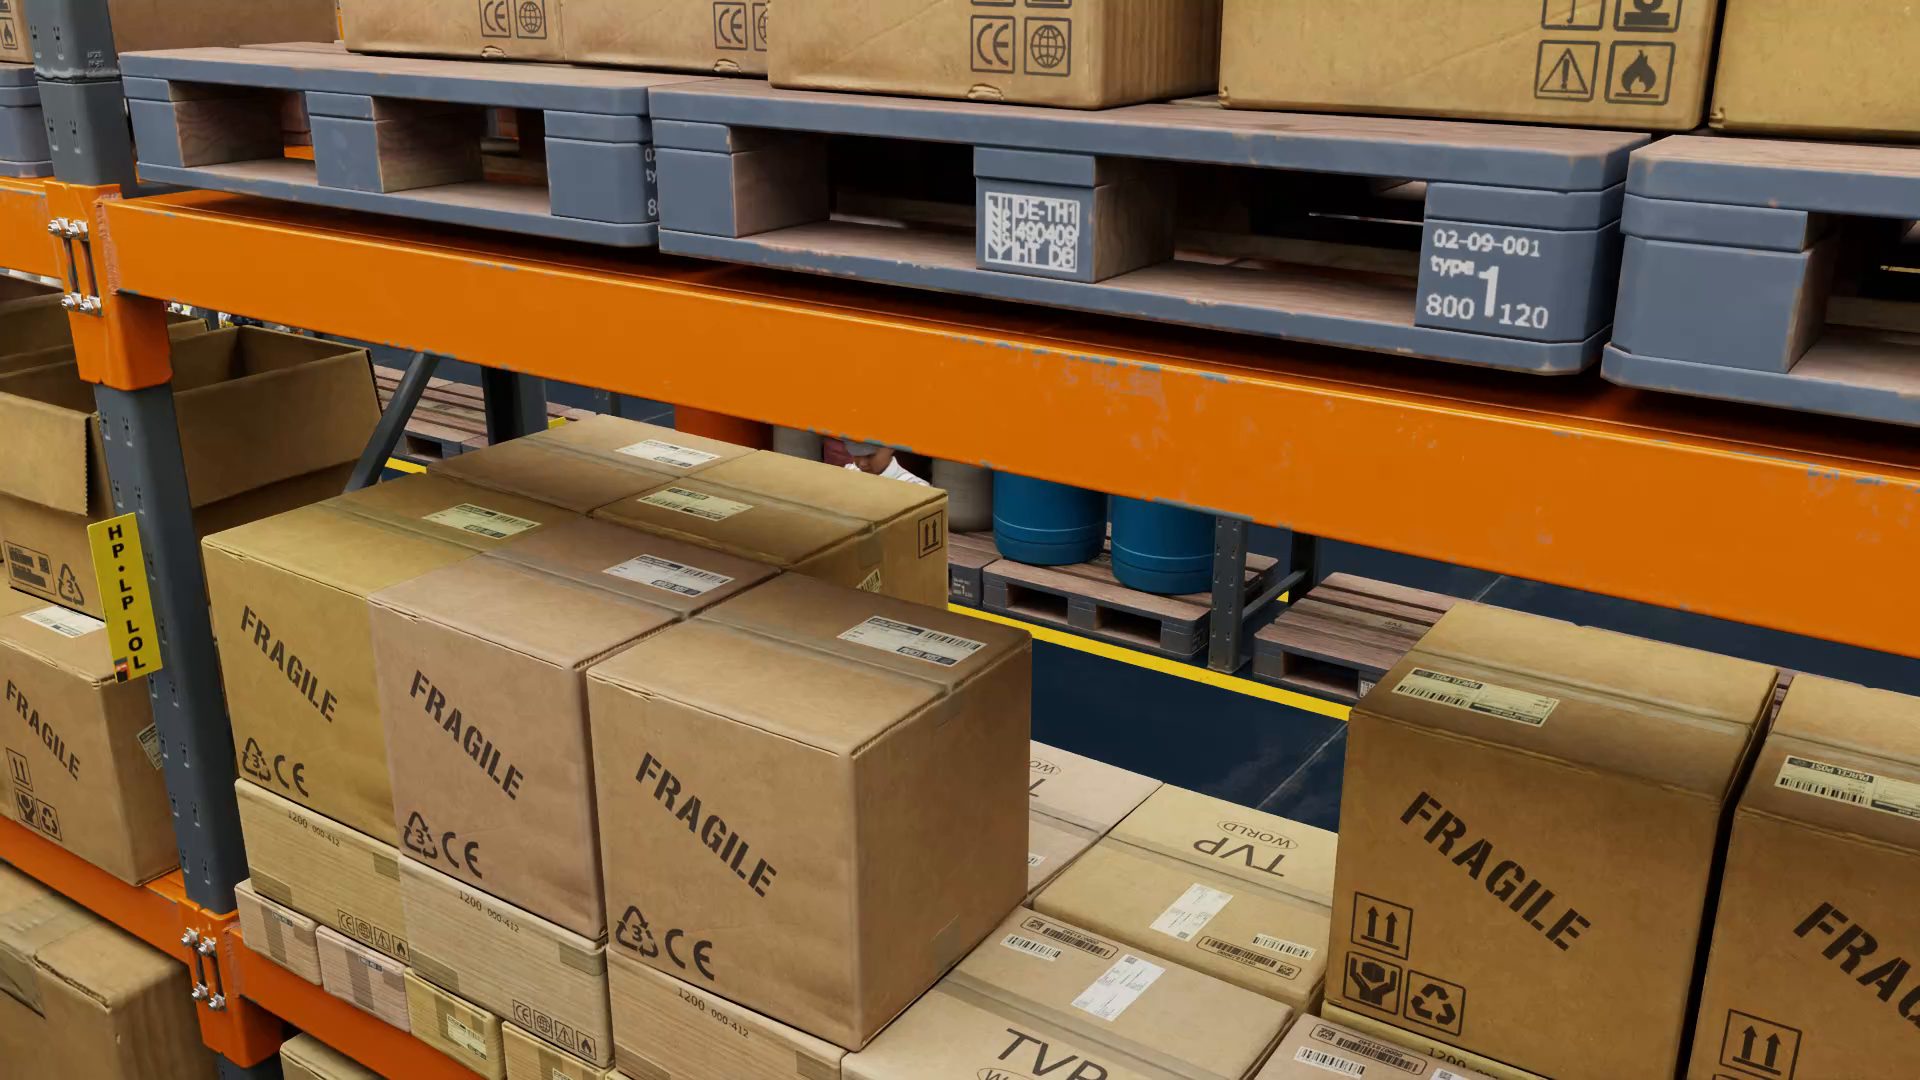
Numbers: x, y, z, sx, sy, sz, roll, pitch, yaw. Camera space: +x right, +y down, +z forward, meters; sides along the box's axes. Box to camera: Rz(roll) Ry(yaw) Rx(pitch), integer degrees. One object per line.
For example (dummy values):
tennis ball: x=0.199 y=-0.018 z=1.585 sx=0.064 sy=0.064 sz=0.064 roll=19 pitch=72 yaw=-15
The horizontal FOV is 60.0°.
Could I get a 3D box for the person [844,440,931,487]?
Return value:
person: x=-0.312 y=0.290 z=6.286 sx=0.471 sy=1.662 sz=0.327 roll=14 pitch=24 yaw=33
